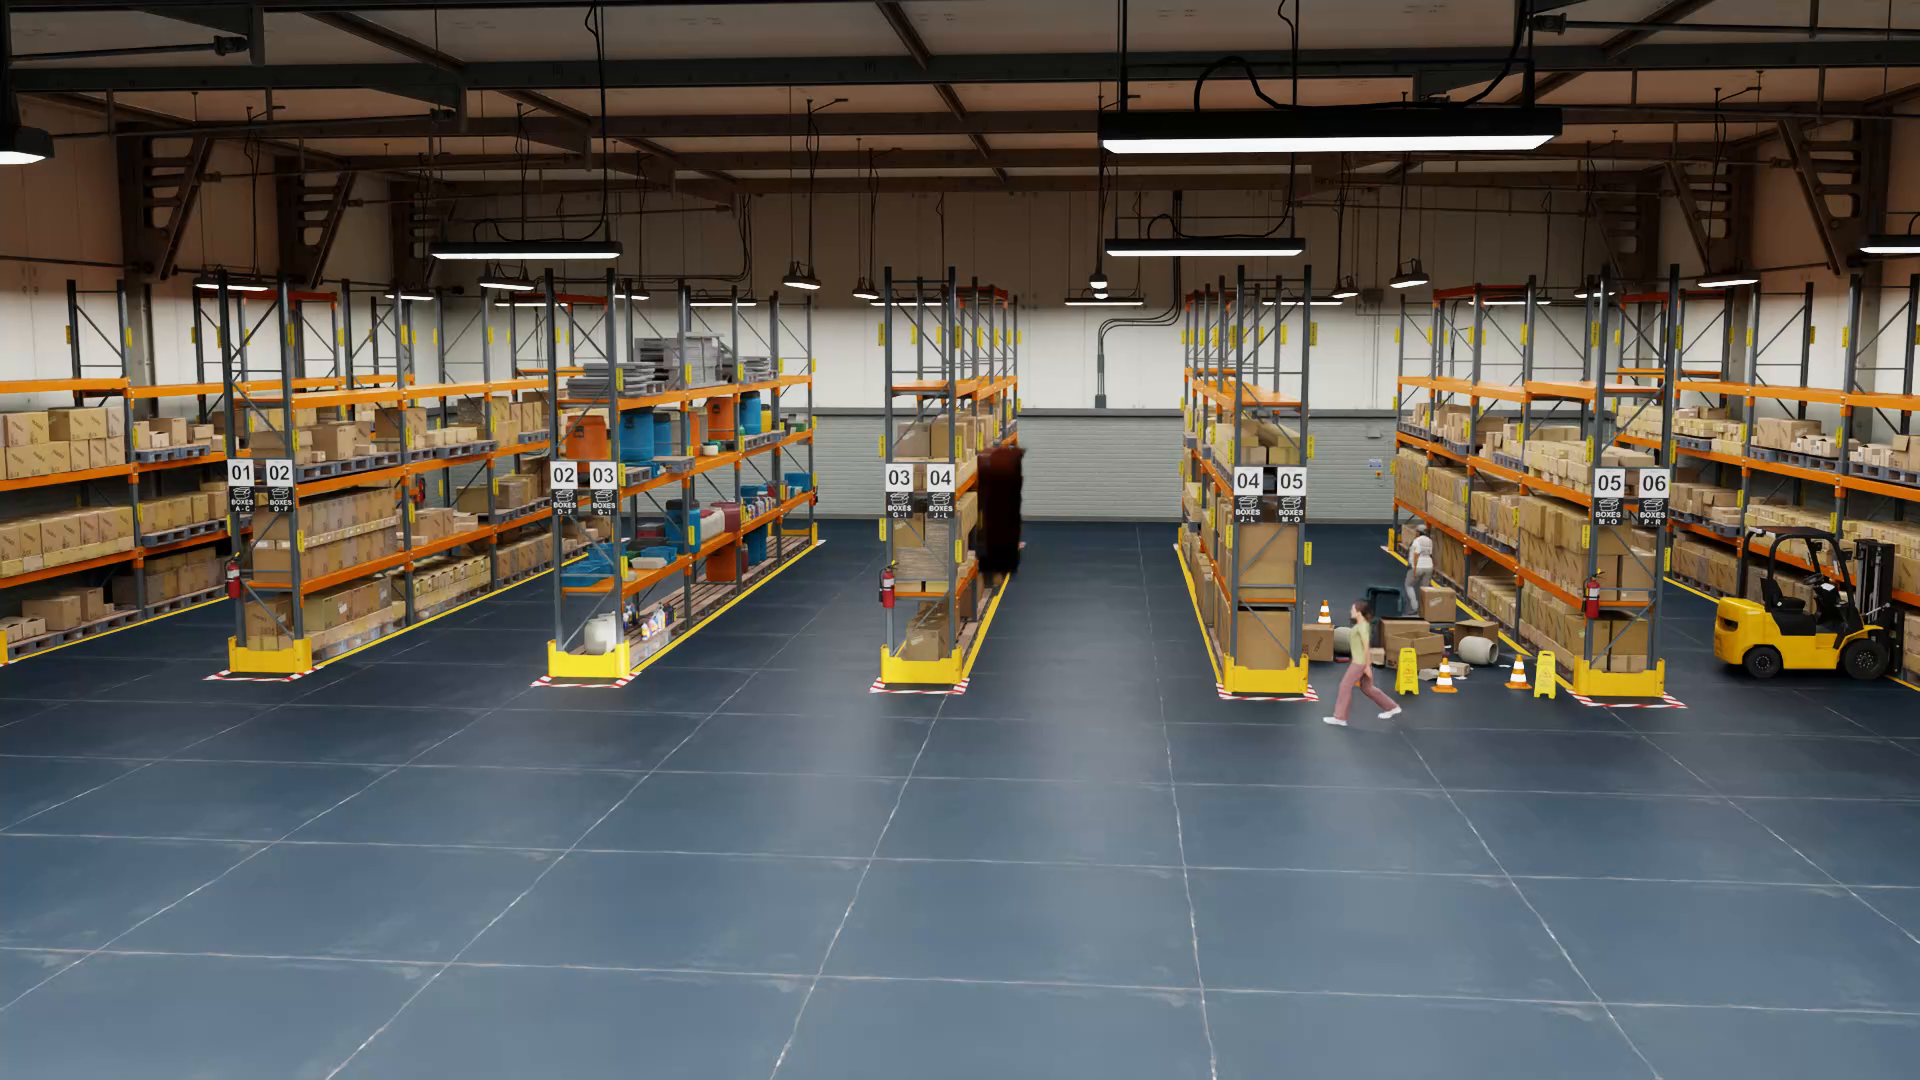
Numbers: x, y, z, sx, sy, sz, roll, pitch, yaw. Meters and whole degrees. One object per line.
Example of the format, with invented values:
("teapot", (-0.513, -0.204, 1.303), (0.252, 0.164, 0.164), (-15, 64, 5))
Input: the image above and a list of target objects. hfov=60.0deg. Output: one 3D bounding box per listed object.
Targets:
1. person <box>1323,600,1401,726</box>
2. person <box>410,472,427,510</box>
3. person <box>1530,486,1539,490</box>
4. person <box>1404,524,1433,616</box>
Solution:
("person", (5.212, 1.589, 21.445), (1.002, 1.628, 0.448), (1, 7, 8))
("person", (-13.814, -1.024, 42.493), (0.432, 1.728, 0.564), (0, 7, 3))
("person", (13.081, -0.463, 37.735), (0.539, 1.779, 0.638), (6, 9, 43))
("person", (8.300, 0.564, 29.929), (0.513, 1.692, 0.500), (-2, 7, -19))
